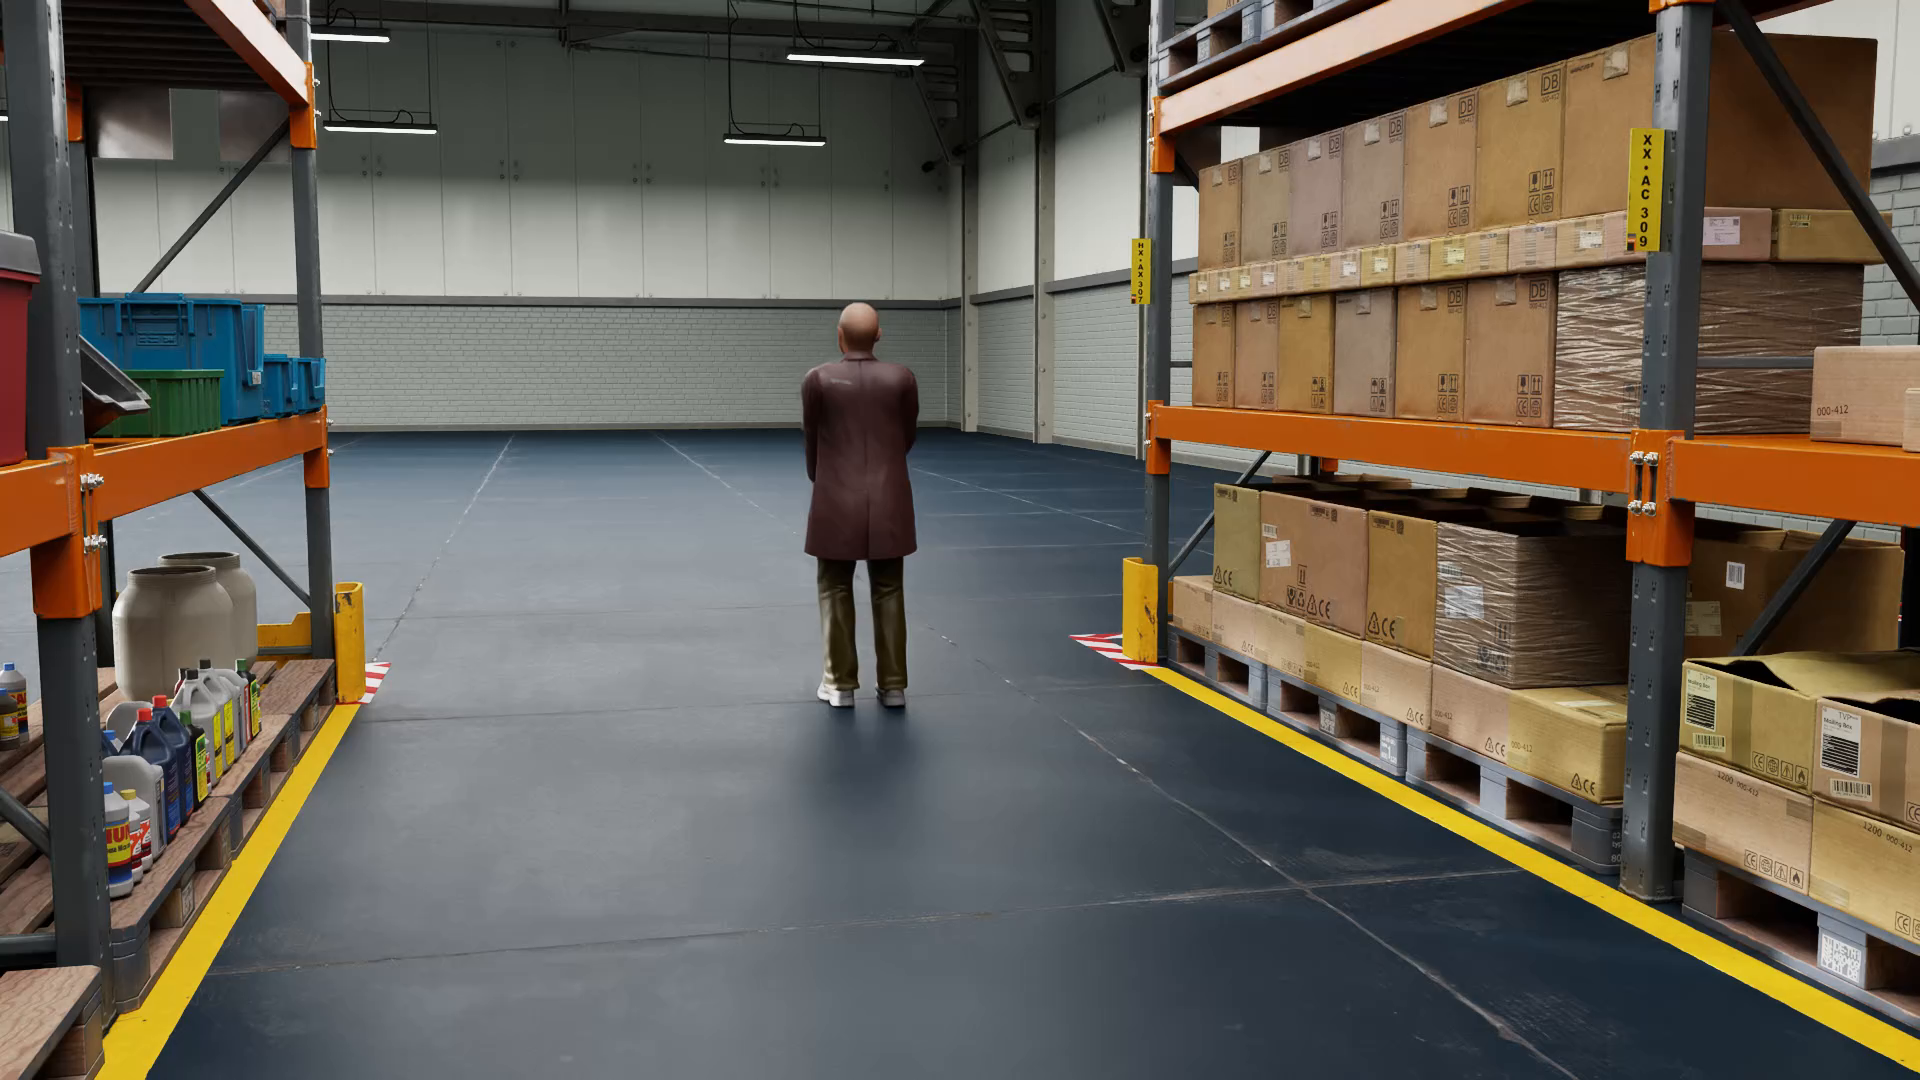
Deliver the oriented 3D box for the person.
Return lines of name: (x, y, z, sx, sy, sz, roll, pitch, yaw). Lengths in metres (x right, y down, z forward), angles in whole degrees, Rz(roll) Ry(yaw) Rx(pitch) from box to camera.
person: (-0.464, -0.160, 7.426, 0.526, 1.776, 0.553, -1, 6, -13)
